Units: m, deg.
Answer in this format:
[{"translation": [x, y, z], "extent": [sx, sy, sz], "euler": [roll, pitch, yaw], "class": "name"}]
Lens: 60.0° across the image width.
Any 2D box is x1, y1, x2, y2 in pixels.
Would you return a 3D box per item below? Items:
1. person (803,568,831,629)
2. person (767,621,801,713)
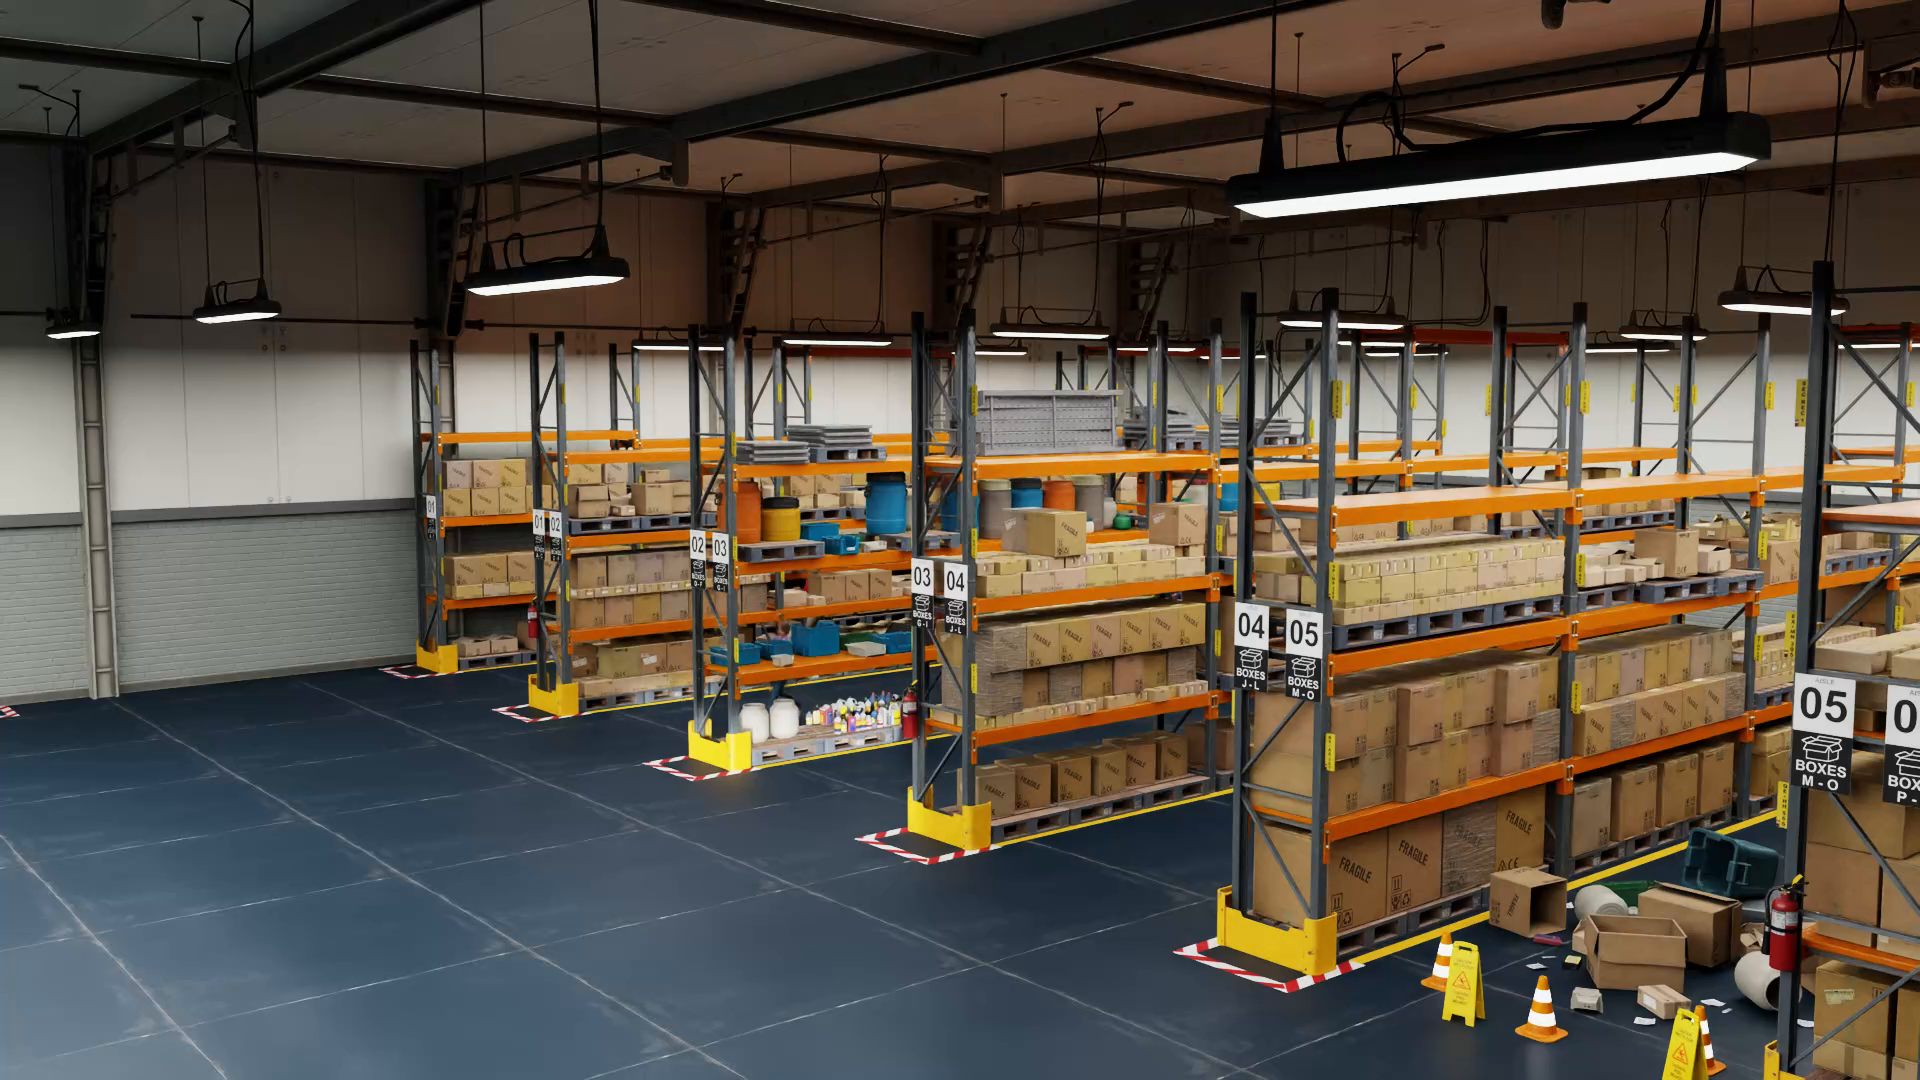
[{"translation": [-2.814, 1.375, 32.036], "extent": [0.614, 1.736, 0.785], "euler": [5, 7, 41], "class": "person"}, {"translation": [-2.775, 2.017, 25.610], "extent": [0.498, 1.556, 0.815], "euler": [5, 7, 44], "class": "person"}]
